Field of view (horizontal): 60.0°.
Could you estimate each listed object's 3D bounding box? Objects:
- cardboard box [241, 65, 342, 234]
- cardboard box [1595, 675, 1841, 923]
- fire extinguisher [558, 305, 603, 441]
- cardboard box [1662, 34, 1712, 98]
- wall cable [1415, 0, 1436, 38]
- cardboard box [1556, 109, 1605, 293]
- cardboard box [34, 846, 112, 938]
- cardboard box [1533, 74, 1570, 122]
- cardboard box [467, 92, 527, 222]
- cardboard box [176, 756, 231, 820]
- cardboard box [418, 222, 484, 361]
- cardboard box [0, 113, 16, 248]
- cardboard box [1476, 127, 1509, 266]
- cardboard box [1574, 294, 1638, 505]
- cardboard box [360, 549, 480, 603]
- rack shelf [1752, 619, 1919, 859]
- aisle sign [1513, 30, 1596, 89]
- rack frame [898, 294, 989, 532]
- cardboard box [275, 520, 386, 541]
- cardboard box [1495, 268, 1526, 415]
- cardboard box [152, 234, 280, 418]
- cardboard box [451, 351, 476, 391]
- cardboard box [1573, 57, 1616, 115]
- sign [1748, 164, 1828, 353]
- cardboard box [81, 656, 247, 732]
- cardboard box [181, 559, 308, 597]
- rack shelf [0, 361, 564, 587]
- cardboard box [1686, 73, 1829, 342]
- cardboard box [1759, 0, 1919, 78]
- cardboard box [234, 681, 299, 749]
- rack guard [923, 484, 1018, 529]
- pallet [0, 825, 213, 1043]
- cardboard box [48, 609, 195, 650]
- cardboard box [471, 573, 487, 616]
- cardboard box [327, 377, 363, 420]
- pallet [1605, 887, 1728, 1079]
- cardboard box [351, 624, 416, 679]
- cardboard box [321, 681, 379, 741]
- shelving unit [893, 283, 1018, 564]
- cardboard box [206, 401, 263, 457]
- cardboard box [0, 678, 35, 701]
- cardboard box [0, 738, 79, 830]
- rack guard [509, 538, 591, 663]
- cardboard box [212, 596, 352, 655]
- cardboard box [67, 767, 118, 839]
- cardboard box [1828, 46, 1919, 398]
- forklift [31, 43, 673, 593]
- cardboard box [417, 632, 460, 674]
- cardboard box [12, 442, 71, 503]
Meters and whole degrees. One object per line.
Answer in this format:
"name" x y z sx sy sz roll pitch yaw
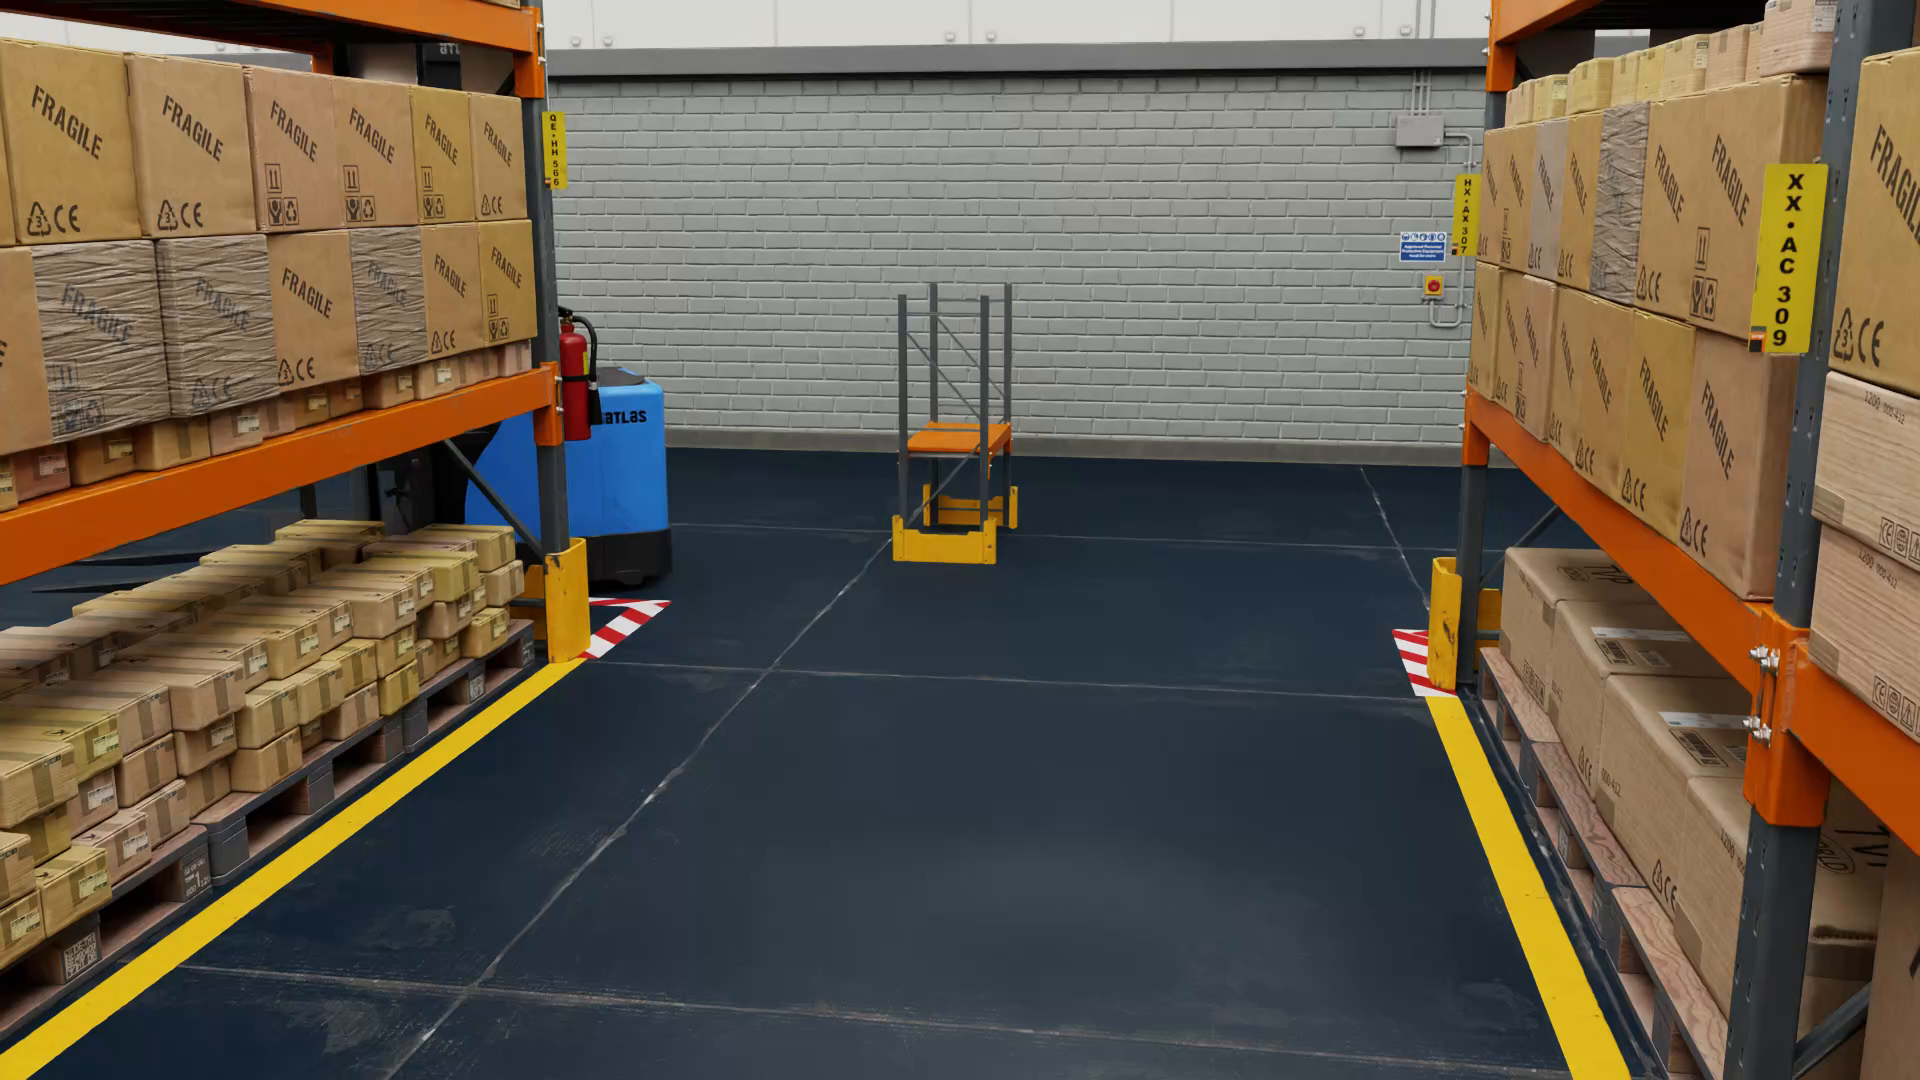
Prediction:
"cardboard box" -2.346 -1.239 5.308 0.500 0.500 0.500 1 12 7
"cardboard box" 2.337 0.722 4.610 0.875 0.438 0.875 2 12 7
"fire extinguisher" -1.799 -0.801 7.660 0.296 0.674 0.183 2 12 9
"cardboard box" 1.950 -1.151 4.062 0.380 0.149 0.250 2 12 8
"wall cable" 3.209 -4.970 11.697 0.463 3.000 0.029 2 12 9
"cardboard box" 2.037 -0.972 4.775 0.500 0.500 0.500 2 12 9
"cardboard box" -2.495 0.916 4.392 0.380 0.149 0.250 2 12 10
"cardboard box" 2.138 -1.472 5.552 0.380 0.149 0.250 1 12 7
"cardboard box" -2.119 -1.564 6.812 0.500 0.500 0.500 2 12 7
"cardboard box" -2.512 0.751 5.158 0.380 0.149 0.250 1 12 6
"cardboard box" -2.193 -0.969 6.428 0.500 0.500 0.500 2 12 8
"cardboard box" -2.599 -0.920 3.827 0.500 0.500 0.500 2 12 10
"cardboard box" 2.257 -1.292 6.256 0.500 0.500 0.500 2 12 7
"cardboard box" 1.953 -0.378 4.390 0.500 0.500 0.500 2 12 8
"cardboard box" -2.135 0.140 6.580 0.380 0.149 0.250 2 12 7
"rack shelf" 1.690 0.756 1.073 1.077 0.370 4.000 2 12 9
"aisle sign" 2.337 -2.140 6.632 0.394 0.787 0.004 2 12 9
"rack frame" -0.091 -0.610 9.262 0.500 1.500 0.032 2 12 9
"cardboard box" -2.710 0.012 7.177 0.380 0.149 0.250 1 12 6
"cardboard box" 2.205 -0.697 5.869 0.500 0.500 0.500 2 12 8
"cardboard box" -2.402 -0.647 4.934 0.500 0.500 0.500 2 12 7
"cardboard box" -2.164 -0.681 6.629 0.380 0.149 0.250 2 12 8
"cardboard box" 2.004 -1.313 4.815 0.380 0.149 0.250 2 12 7
"sign" 1.449 -0.491 2.911 0.100 0.325 0.005 2 12 9
"cardboard box" -2.423 0.466 5.068 0.380 0.149 0.250 2 12 10
"cardboard box" -2.756 0.176 6.417 0.380 0.149 0.250 1 12 6
"rack shelf" -2.602 -0.216 5.583 1.077 0.370 4.000 2 12 9
"cardboard box" 1.797 -0.657 3.310 0.500 0.500 0.500 2 12 8
"cardboard box" 1.730 -0.941 3.090 0.380 0.149 0.250 2 12 7
"cardboard box" -2.374 0.556 5.357 0.380 0.149 0.250 2 12 8
"rack guard" 0.065 -0.210 10.374 0.587 0.250 0.087 2 12 9
"pallet" -2.841 1.071 4.523 1.003 0.211 1.213 2 12 9
"cardboard box" -2.837 0.342 5.646 0.380 0.149 0.250 2 12 9
"cardboard box" -2.187 0.231 6.867 0.380 0.149 0.250 2 12 7
"cardboard box" -2.350 -0.519 5.877 0.380 0.149 0.250 1 12 6
"pallet" 2.192 1.195 3.945 1.003 0.211 1.213 2 12 9
"cardboard box" -2.238 0.395 6.107 0.380 0.149 0.250 2 12 9
"cardboard box" -2.299 0.593 5.892 0.380 0.149 0.250 2 12 10
"shelving unit" -0.012 -0.717 9.762 0.587 1.500 1.083 2 12 9
"cardboard box" -2.388 -0.353 5.106 0.380 0.149 0.250 2 12 11
"cardboard box" -2.964 0.506 4.885 0.380 0.149 0.250 2 12 11
"cardboard box" -2.551 0.626 4.327 0.380 0.149 0.250 3 12 11
"rack guard" -2.306 0.254 7.629 1.175 0.500 0.348 2 12 9
"cardboard box" -2.374 0.301 5.833 0.380 0.149 0.250 1 12 7
"cardboard box" -2.585 0.719 4.601 0.380 0.149 0.250 2 12 8
"cardboard box" 1.646 -0.467 2.431 0.500 0.500 0.500 2 12 9
"forklift" -3.103 -1.162 8.428 3.031 2.935 1.130 -5 13 -22
"cardboard box" -2.234 0.430 6.649 0.380 0.149 0.250 2 12 8
"cardboard box" -2.587 -0.190 4.352 0.380 0.149 0.250 1 12 6
